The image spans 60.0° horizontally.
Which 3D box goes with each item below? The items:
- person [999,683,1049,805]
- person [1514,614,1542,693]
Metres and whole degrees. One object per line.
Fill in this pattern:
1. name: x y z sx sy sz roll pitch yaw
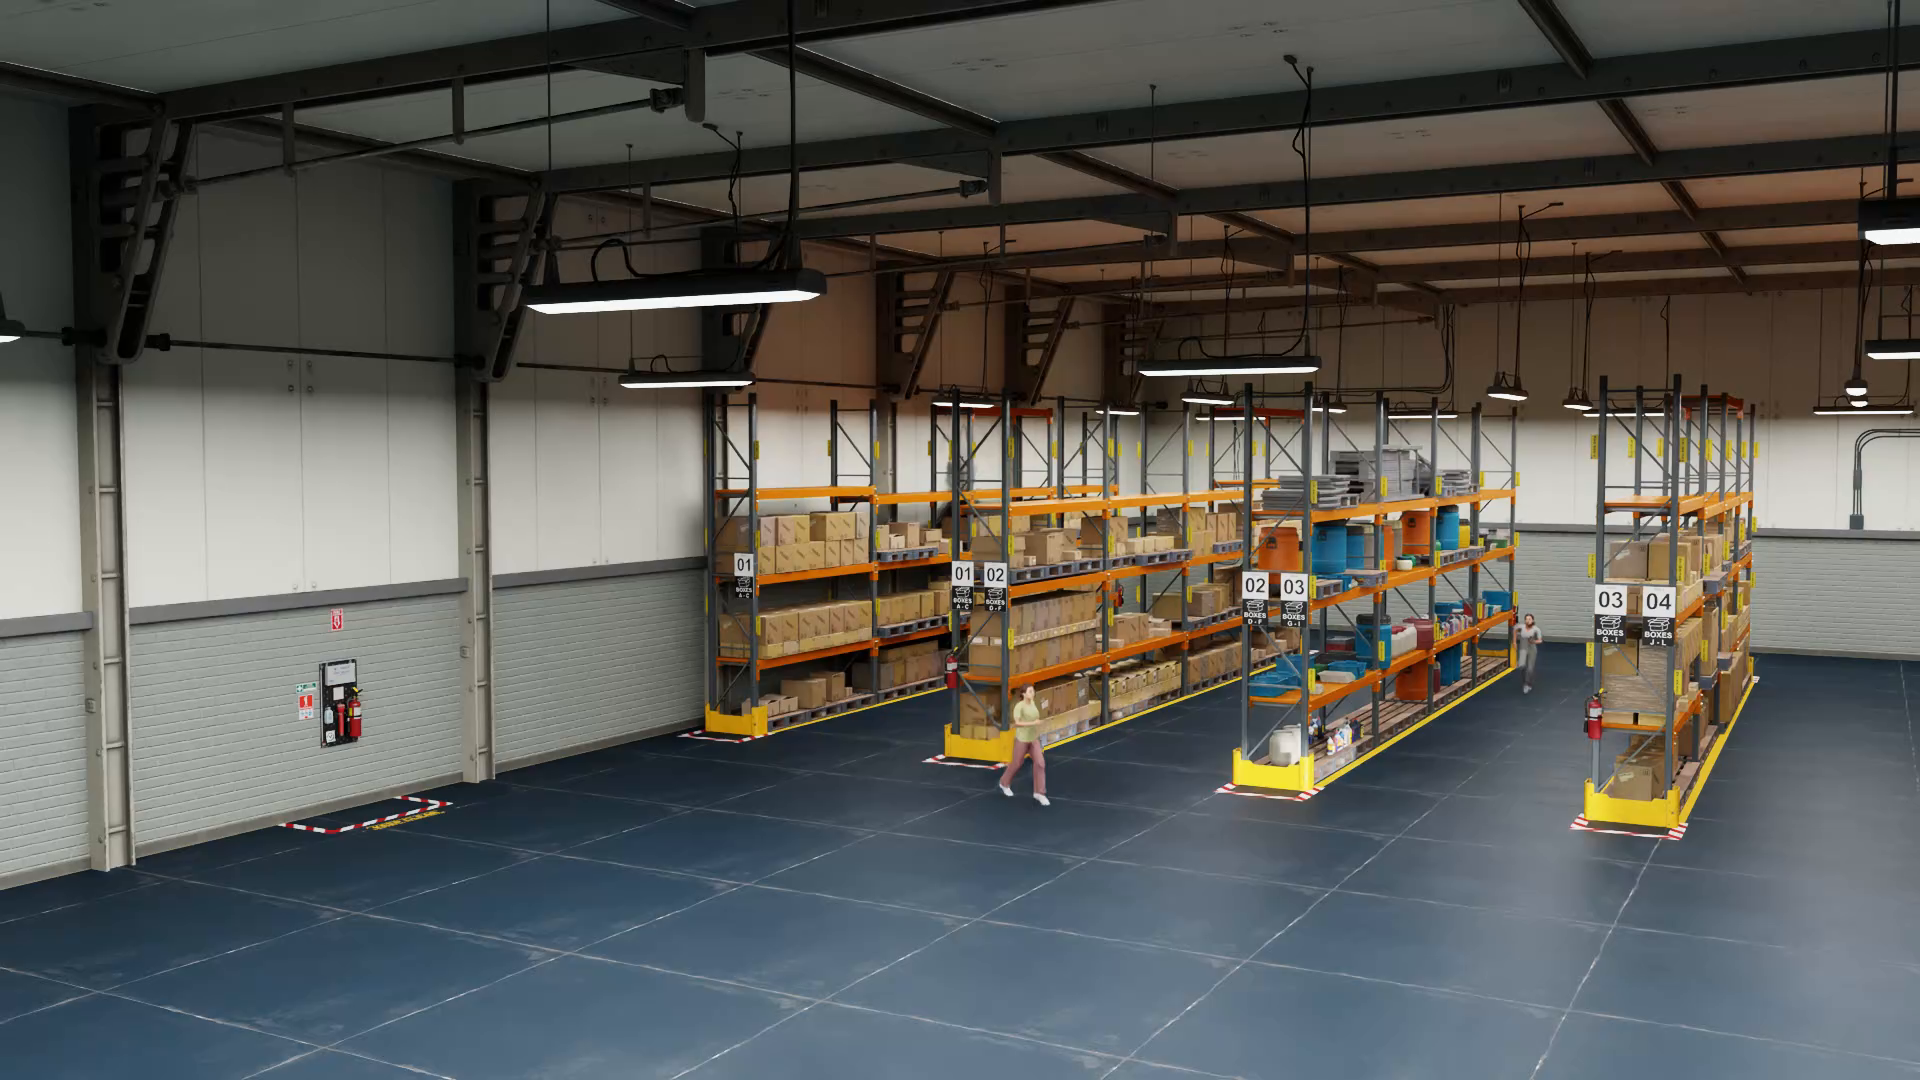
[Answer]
1. person: 0.912 2.868 23.613 0.554 1.697 0.899 -3 4 -44
2. person: 11.650 2.319 34.145 0.591 1.633 0.785 2 3 27
